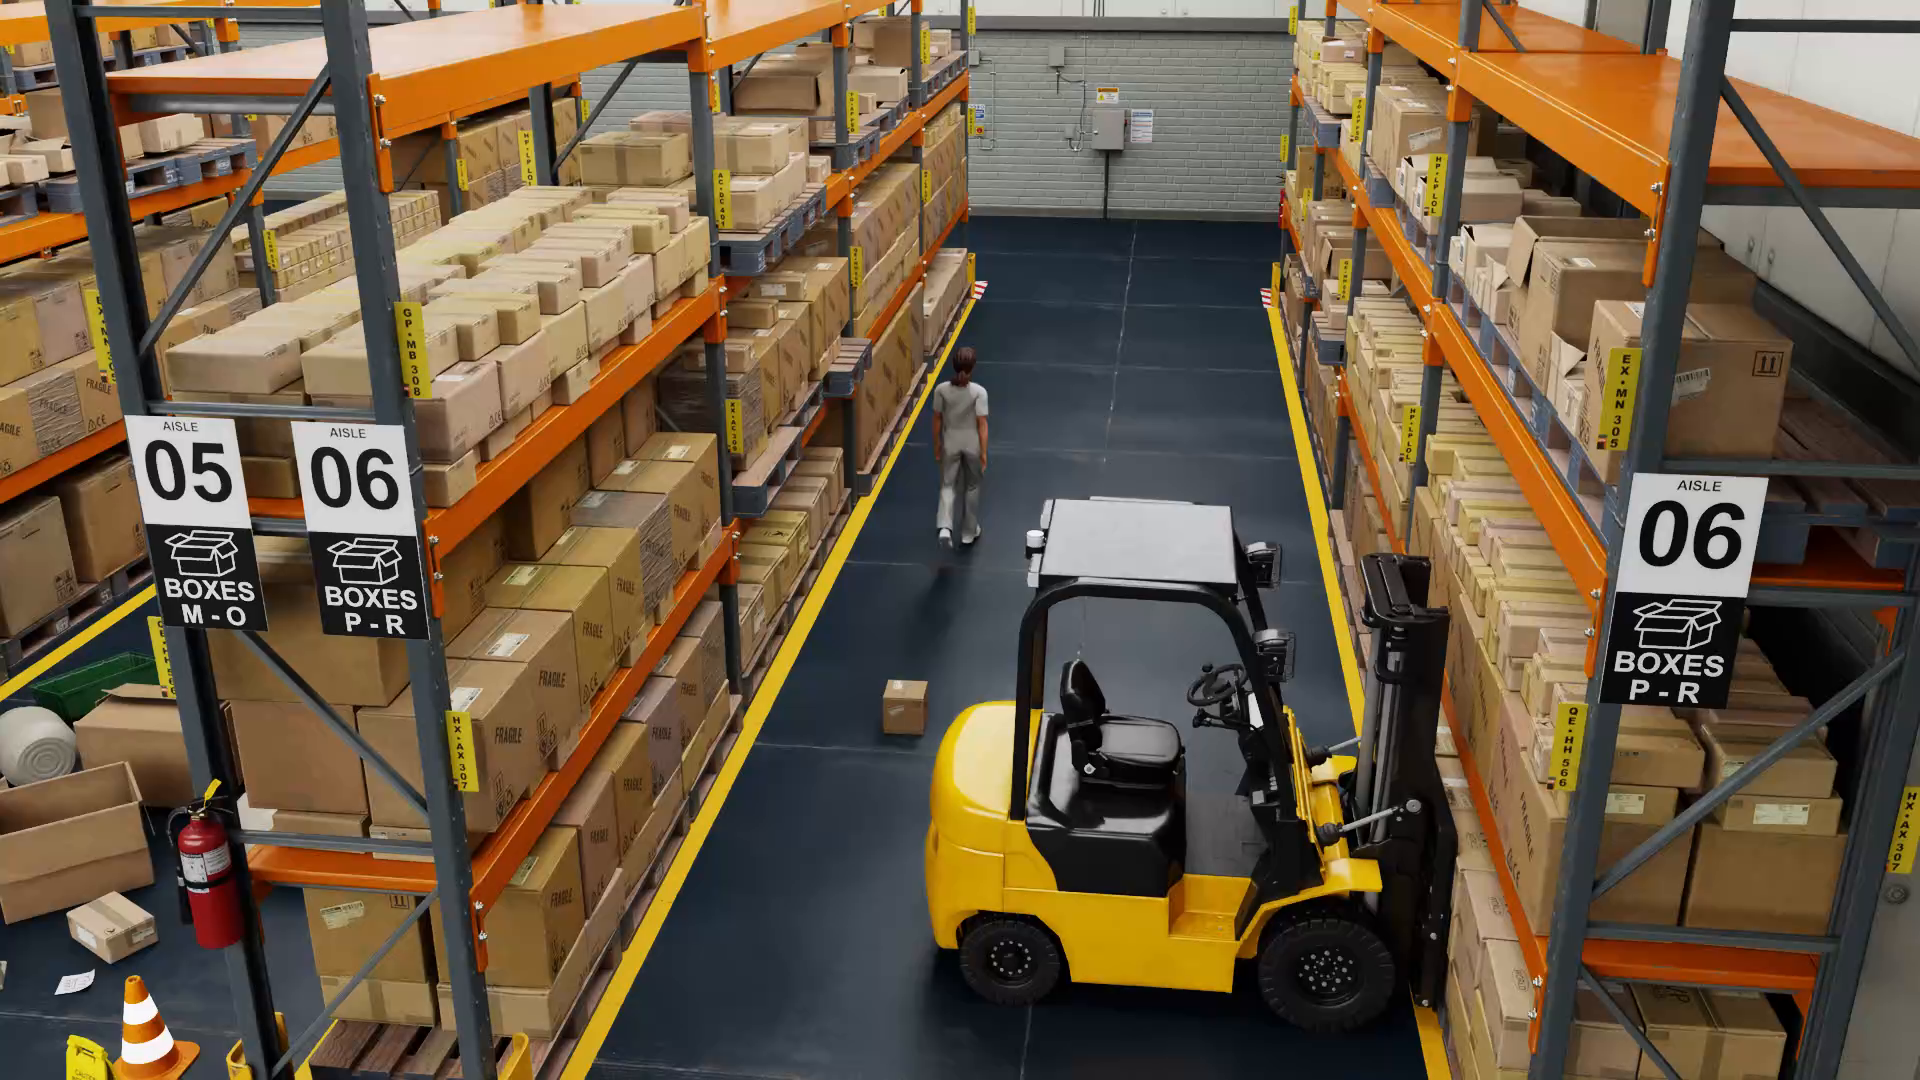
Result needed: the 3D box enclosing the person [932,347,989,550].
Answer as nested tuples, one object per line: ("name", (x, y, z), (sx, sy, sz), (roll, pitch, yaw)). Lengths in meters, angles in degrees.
("person", (0.000, -0.693, 12.849), (0.451, 1.638, 0.839), (3, 22, 9))
